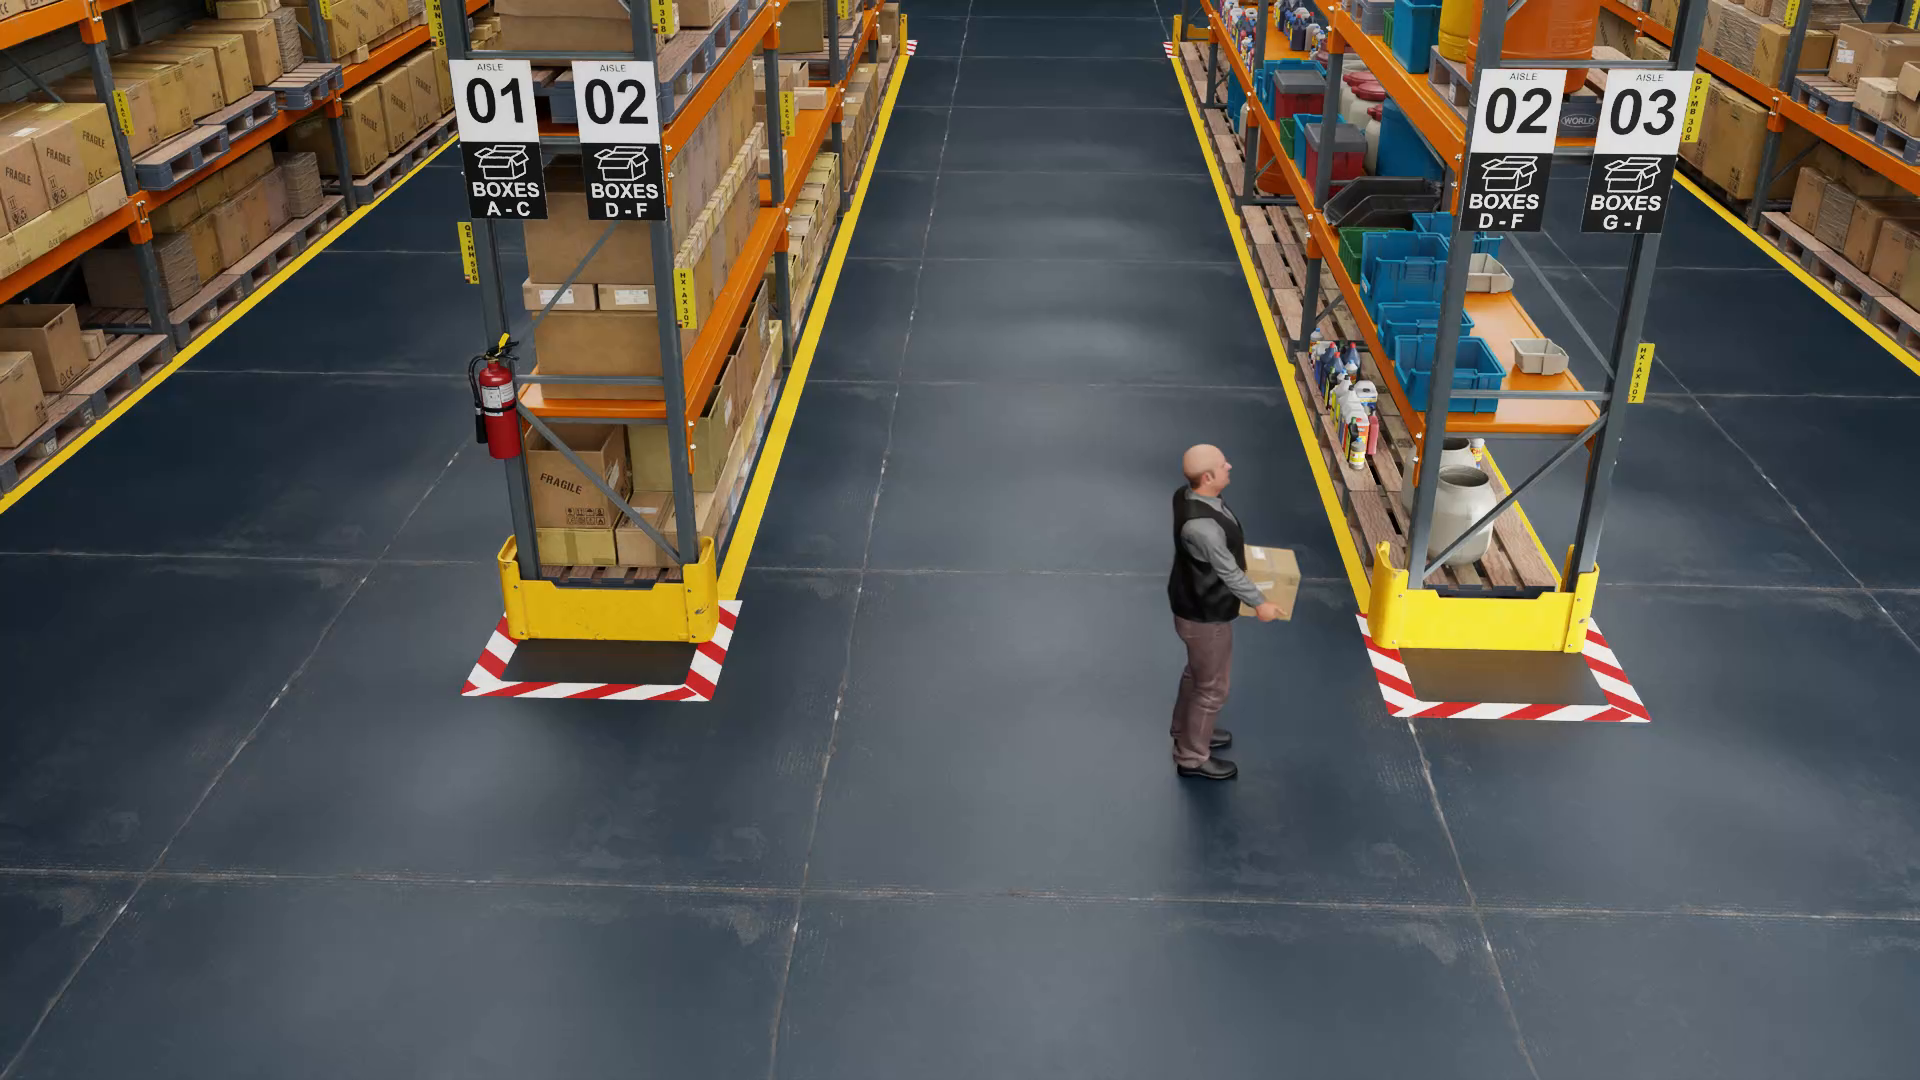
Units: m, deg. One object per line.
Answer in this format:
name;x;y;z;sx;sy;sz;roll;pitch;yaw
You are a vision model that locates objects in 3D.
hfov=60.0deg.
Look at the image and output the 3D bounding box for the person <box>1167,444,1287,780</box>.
person;1.275;0.365;8.039;0.544;1.641;0.498;1;28;2
